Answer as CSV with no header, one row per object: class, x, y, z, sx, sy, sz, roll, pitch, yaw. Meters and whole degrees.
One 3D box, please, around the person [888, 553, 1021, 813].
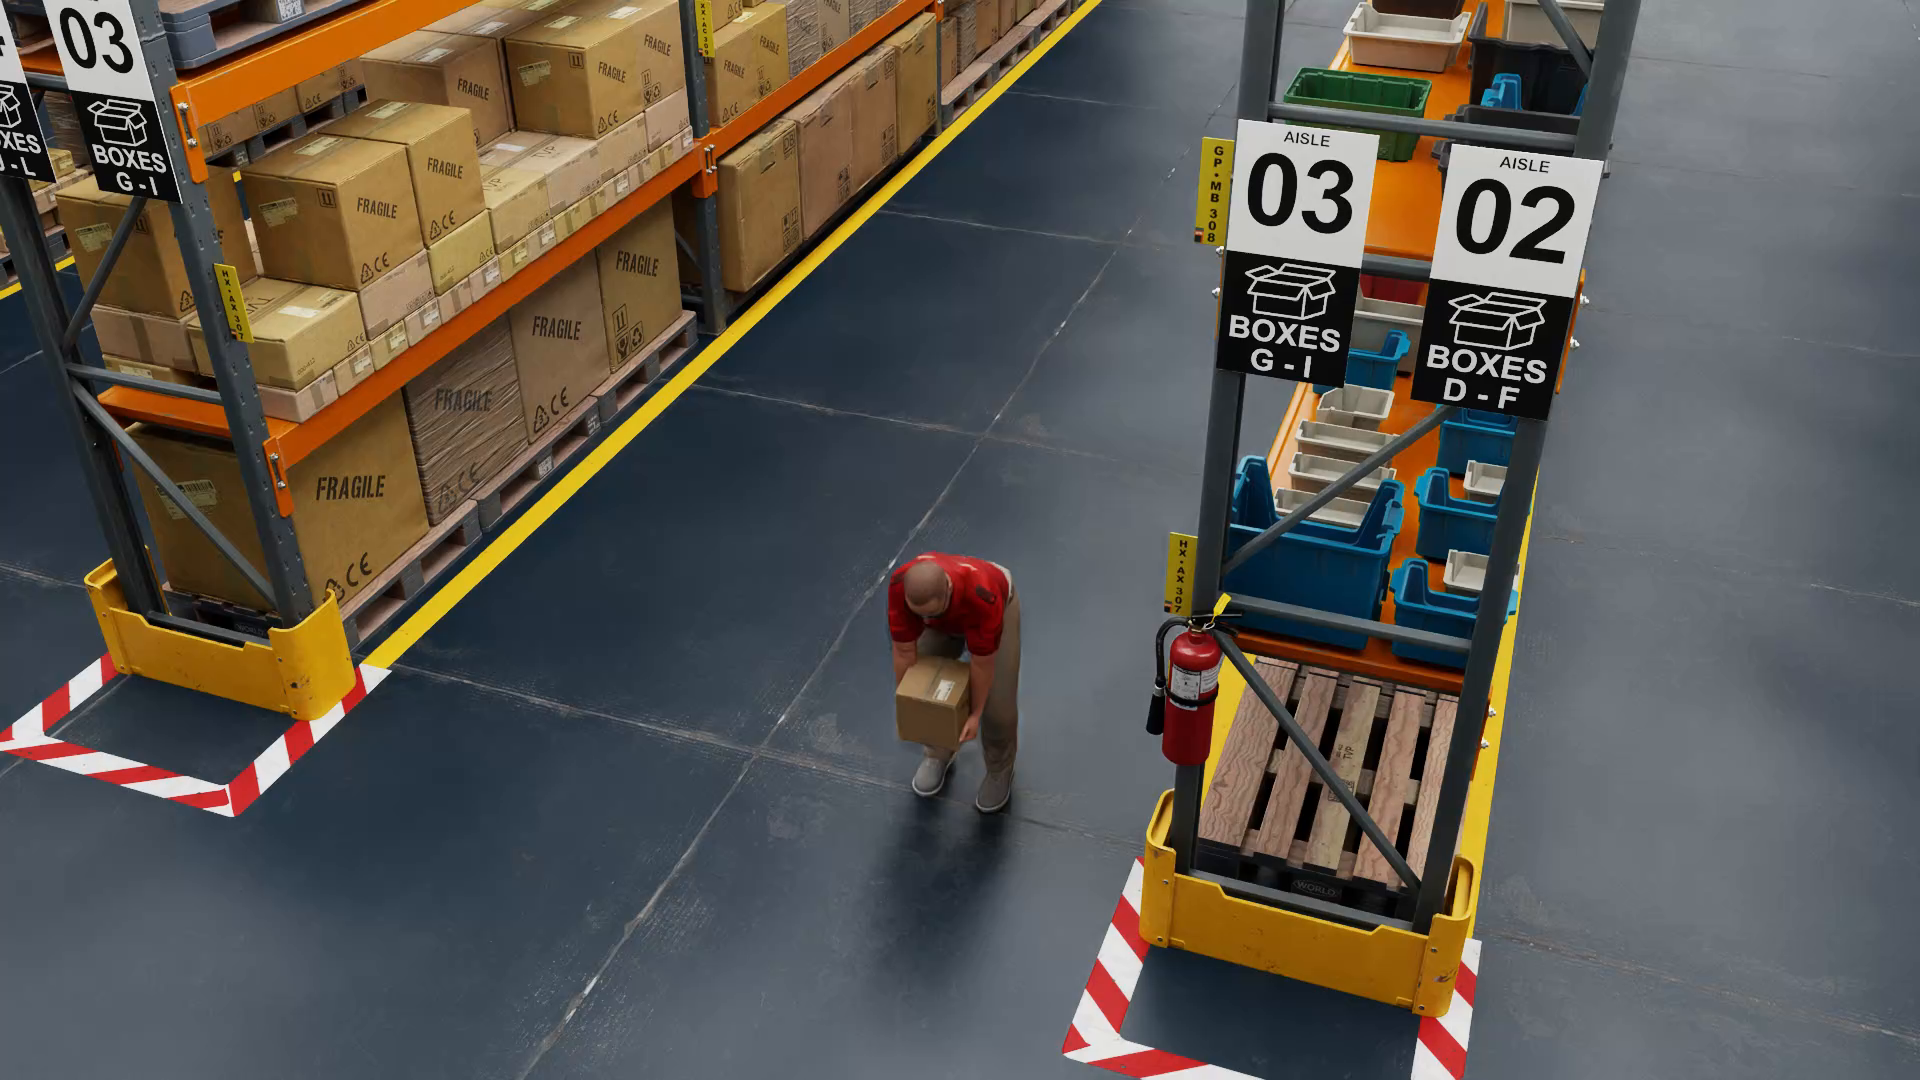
person,-0.035,0.528,6.612,0.475,1.443,0.833,10,34,15
